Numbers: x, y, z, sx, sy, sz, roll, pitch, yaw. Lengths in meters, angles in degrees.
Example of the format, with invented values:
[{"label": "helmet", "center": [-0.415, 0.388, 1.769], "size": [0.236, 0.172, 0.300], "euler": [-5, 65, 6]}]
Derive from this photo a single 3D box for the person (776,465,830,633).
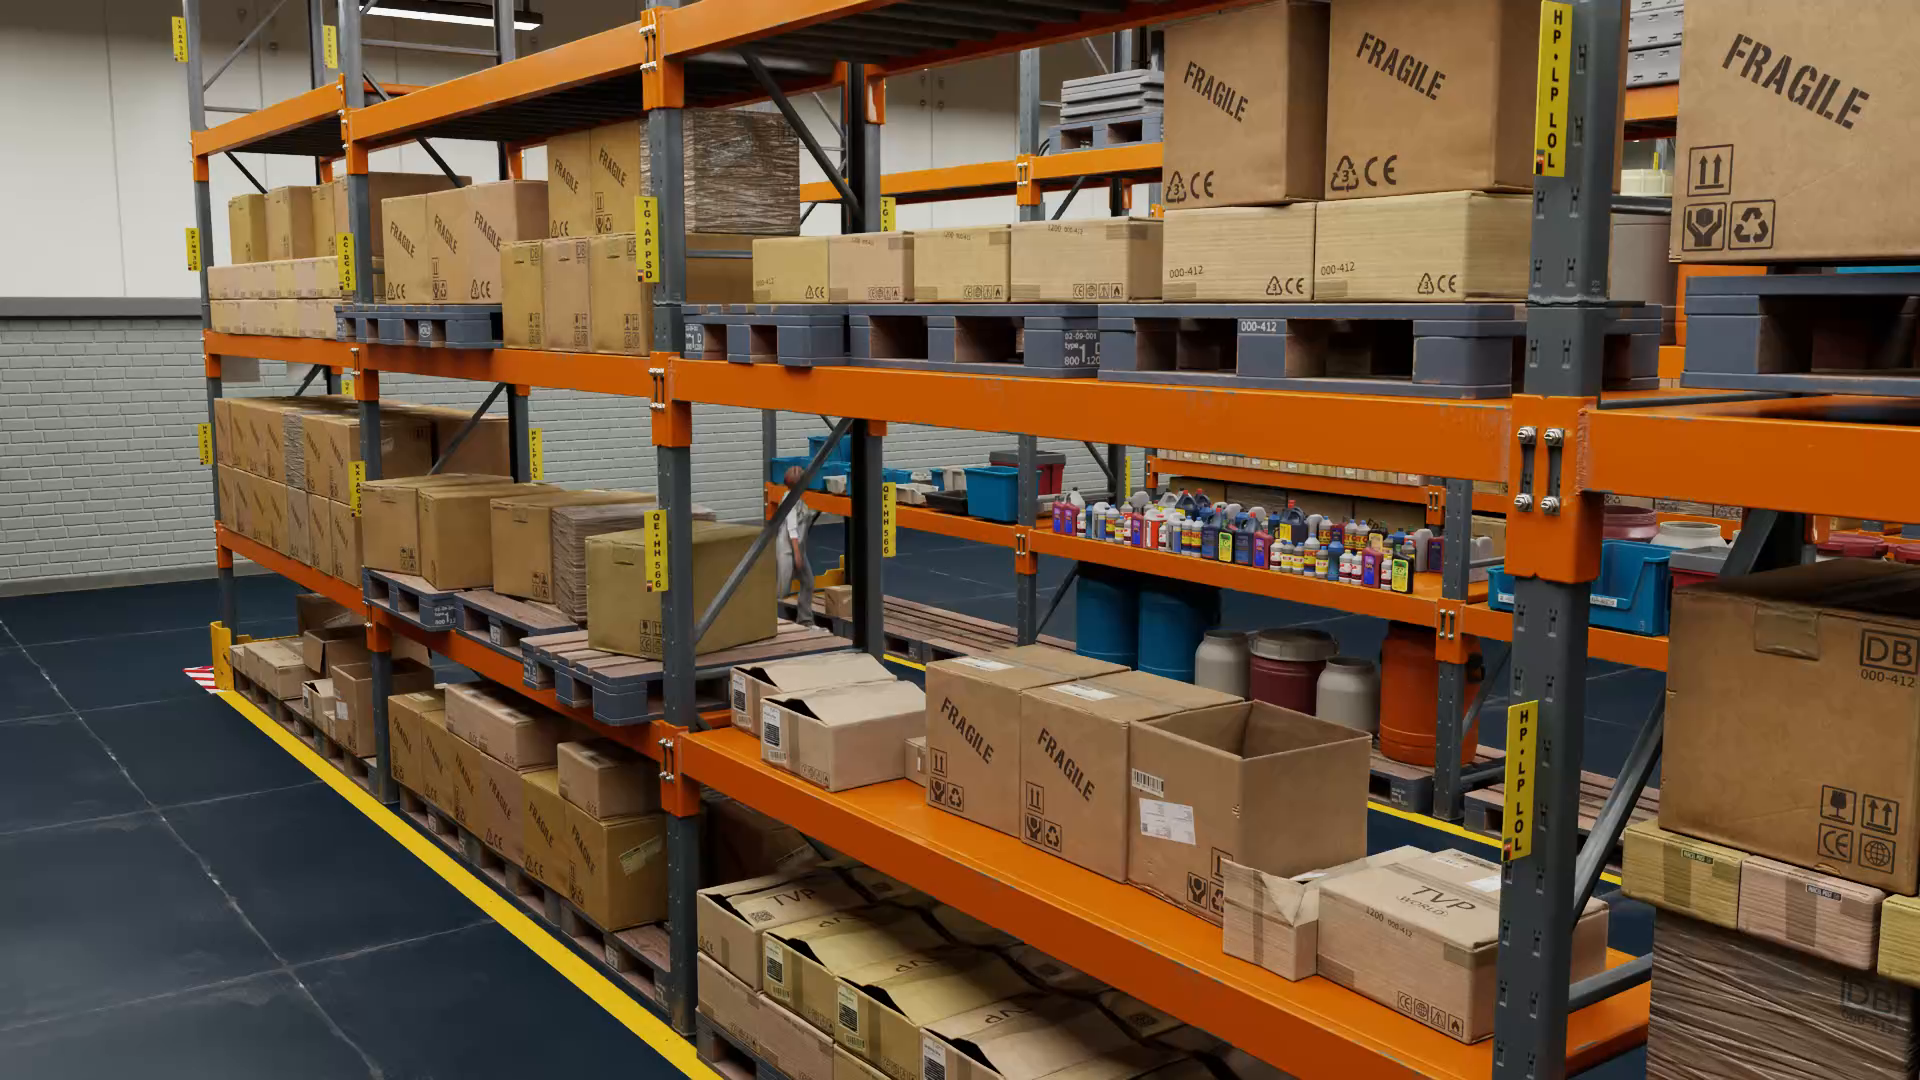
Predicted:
[{"label": "person", "center": [-1.602, 0.114, 14.992], "size": [0.802, 1.563, 0.526], "euler": [1, 8, 4]}]
